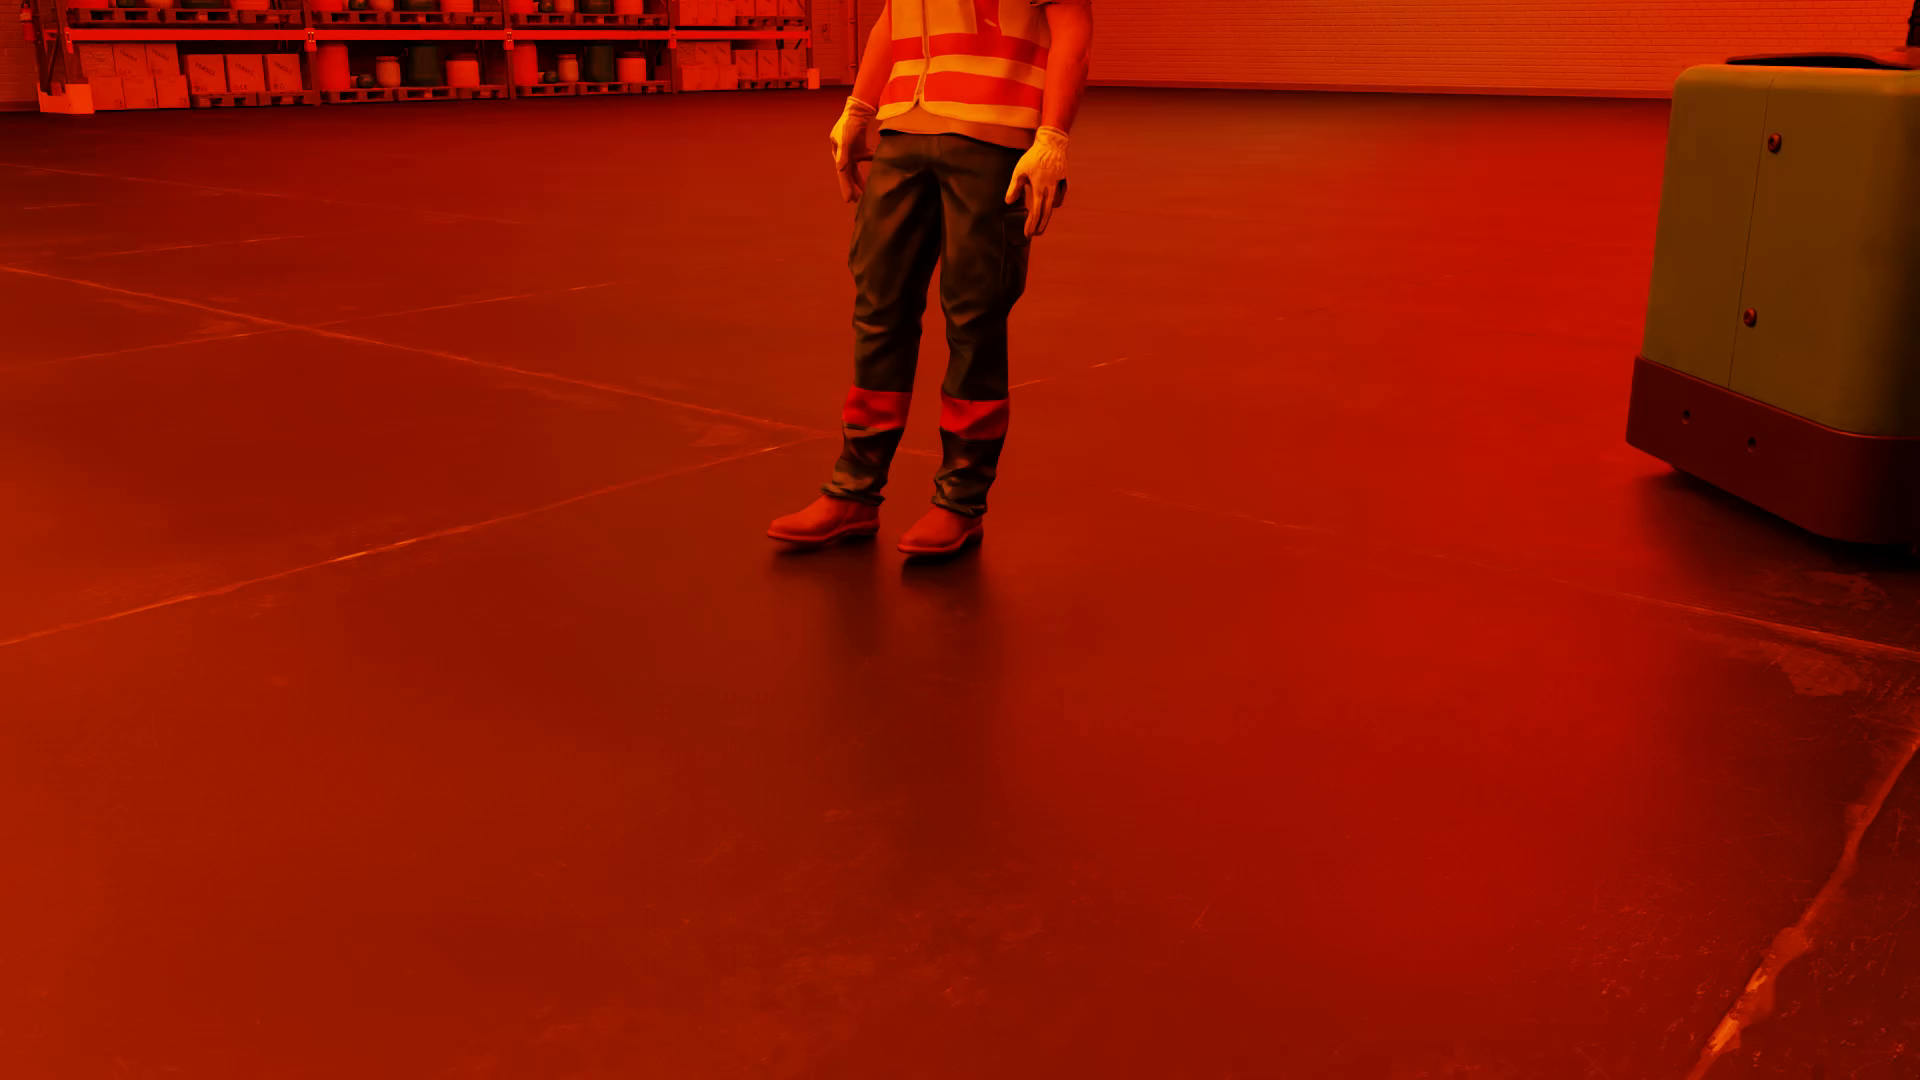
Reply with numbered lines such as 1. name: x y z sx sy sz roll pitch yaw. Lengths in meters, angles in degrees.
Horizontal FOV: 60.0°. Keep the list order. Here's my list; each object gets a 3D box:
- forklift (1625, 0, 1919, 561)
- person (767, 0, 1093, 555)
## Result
1. forklift: 3.382 -1.518 3.895 3.031 2.935 1.130 -2 17 -6
2. person: -0.060 -0.846 3.627 0.638 1.789 0.562 13 21 37
